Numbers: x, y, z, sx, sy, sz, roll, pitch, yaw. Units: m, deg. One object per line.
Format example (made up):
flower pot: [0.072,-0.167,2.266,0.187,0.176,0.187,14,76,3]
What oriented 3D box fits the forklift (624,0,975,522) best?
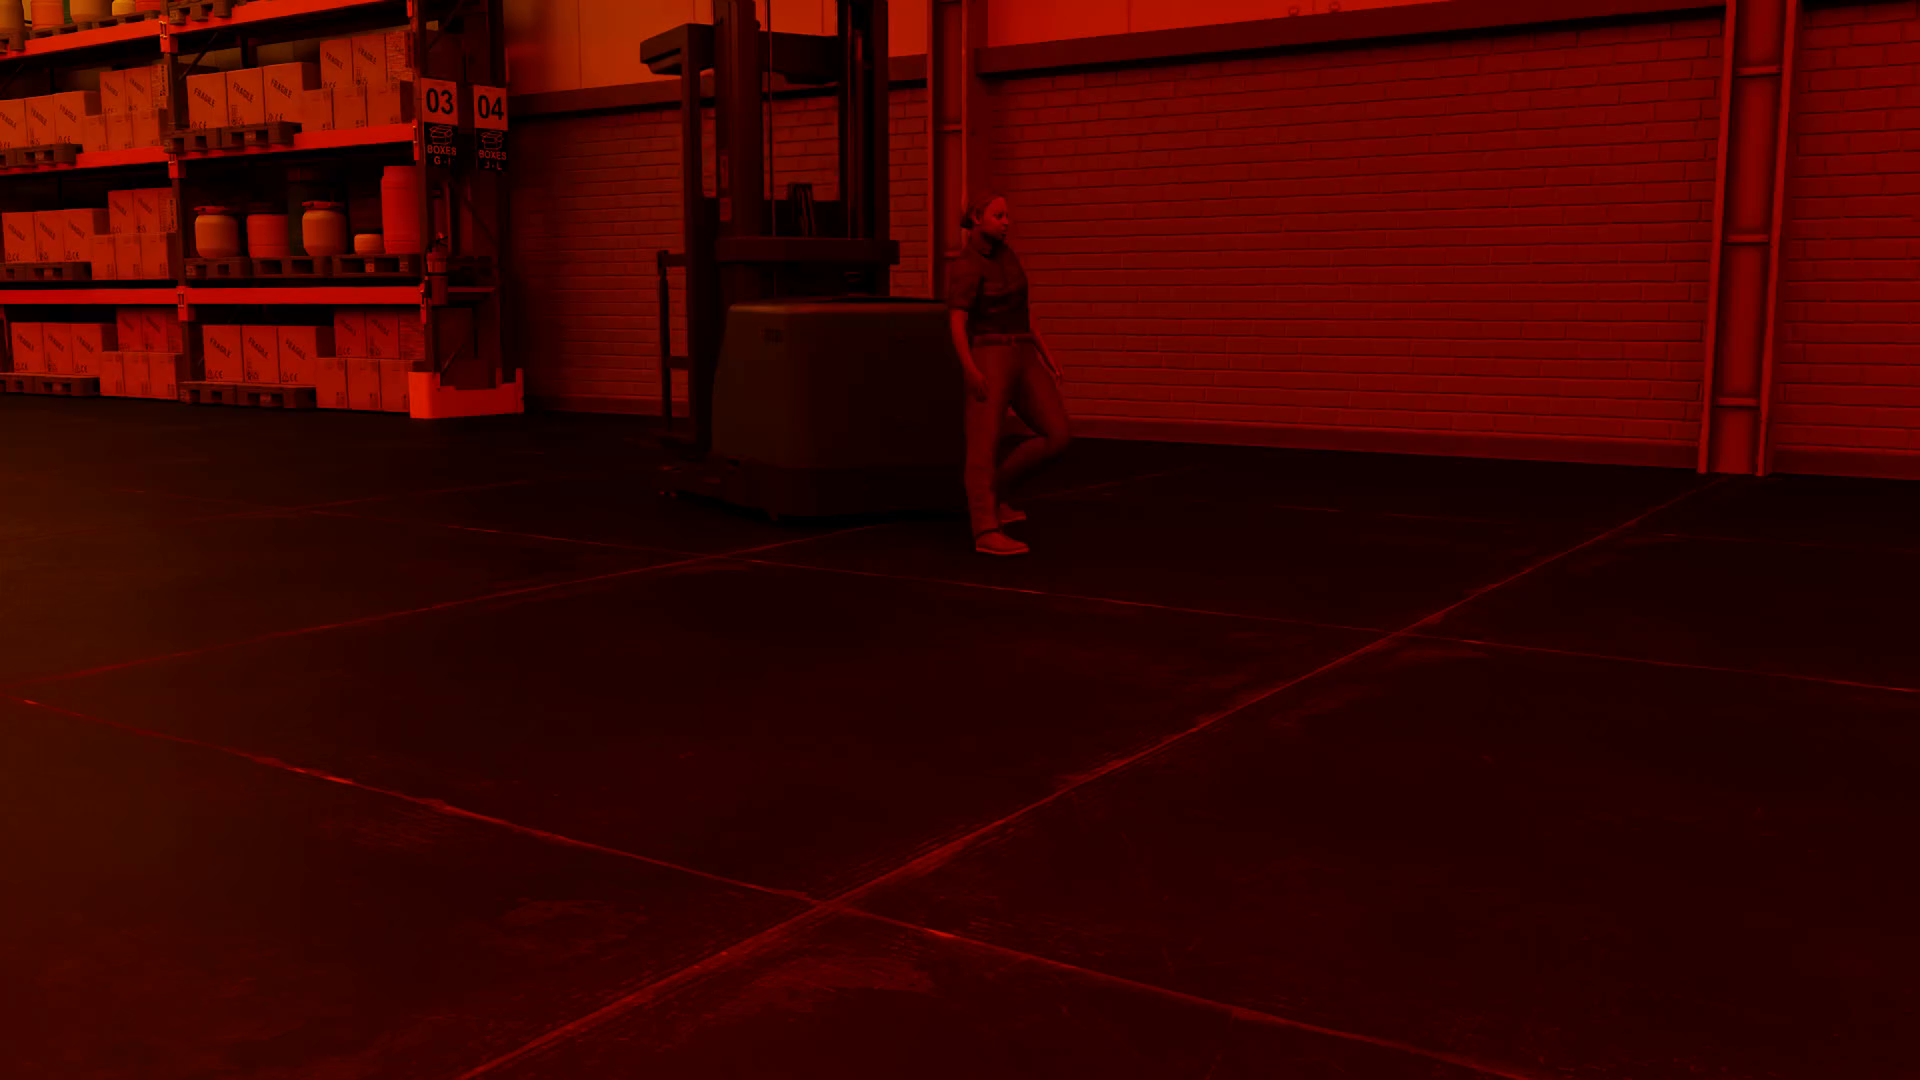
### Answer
forklift: [-1.080,-1.706,9.187,1.130,2.935,3.031,-5,9,-29]

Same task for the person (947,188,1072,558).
person: [0.241,-0.759,7.345,0.637,1.583,0.650,8,11,44]
